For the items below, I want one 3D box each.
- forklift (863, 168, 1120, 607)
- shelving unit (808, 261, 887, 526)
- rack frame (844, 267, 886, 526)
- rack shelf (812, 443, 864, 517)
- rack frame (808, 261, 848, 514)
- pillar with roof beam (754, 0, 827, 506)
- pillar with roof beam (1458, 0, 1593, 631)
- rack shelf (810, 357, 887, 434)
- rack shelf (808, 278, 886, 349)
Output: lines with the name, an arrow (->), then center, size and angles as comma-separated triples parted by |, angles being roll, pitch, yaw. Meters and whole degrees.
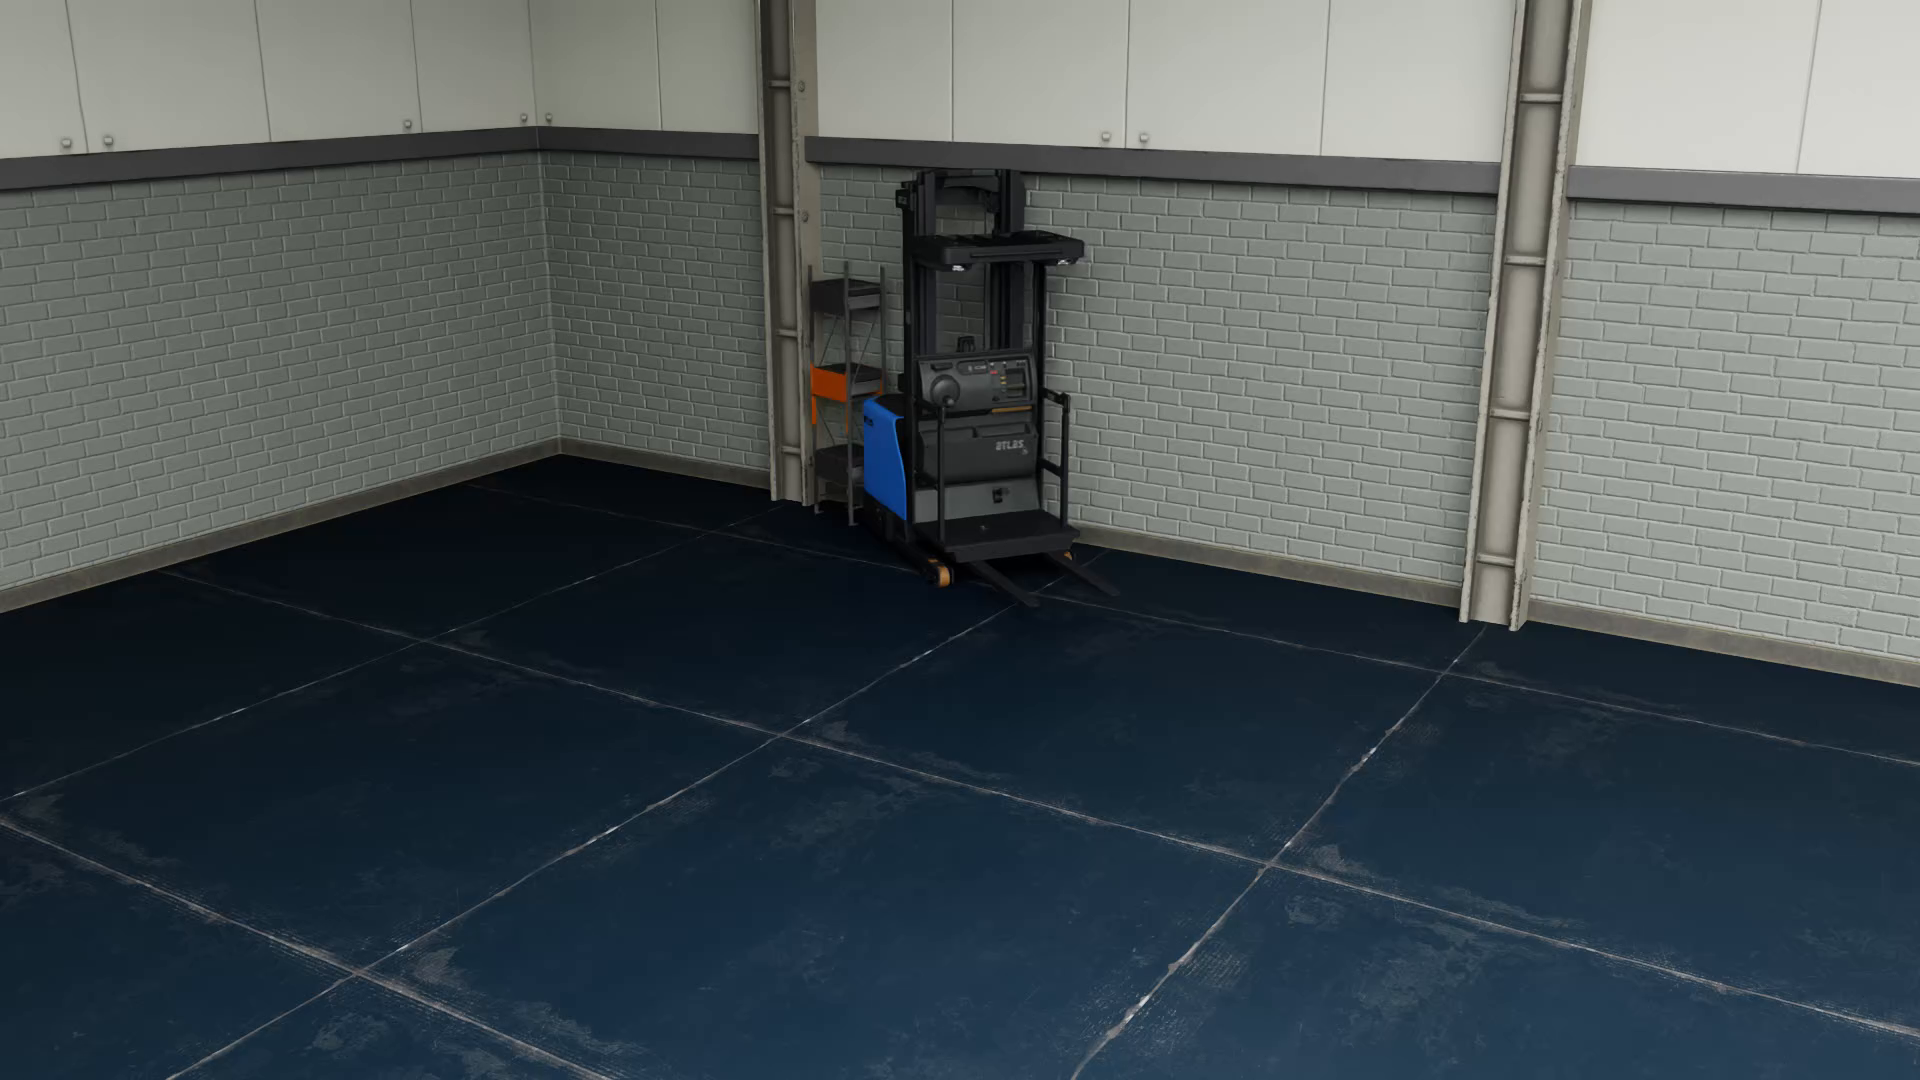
forklift -> 0.221, -1.188, 12.249 | 1.130, 2.935, 3.031 | -7, 18, -21
shelving unit -> -0.922, -1.212, 13.757 | 0.431, 2.100, 0.503 | -14, 22, -39
rack frame -> -0.762, -1.158, 13.581 | 0.400, 2.100, 0.015 | -14, 22, -39
rack shelf -> -0.922, -0.529, 13.965 | 0.431, 0.518, 0.480 | -14, 22, -39
rack frame -> -1.082, -1.265, 13.934 | 0.400, 2.100, 0.015 | -14, 22, -39
pillar with roof beam -> -3.661, -3.598, 9.743 | 0.400, 9.000, 9.100 | 10, 20, 30
pillar with roof beam -> 1.452, -2.685, 6.738 | 0.400, 9.000, 9.100 | 10, 20, 30
rack shelf -> -0.922, -1.199, 13.761 | 0.431, 0.518, 0.480 | -14, 22, -39
rack shelf -> -0.922, -1.868, 13.558 | 0.431, 0.518, 0.480 | -14, 22, -39
